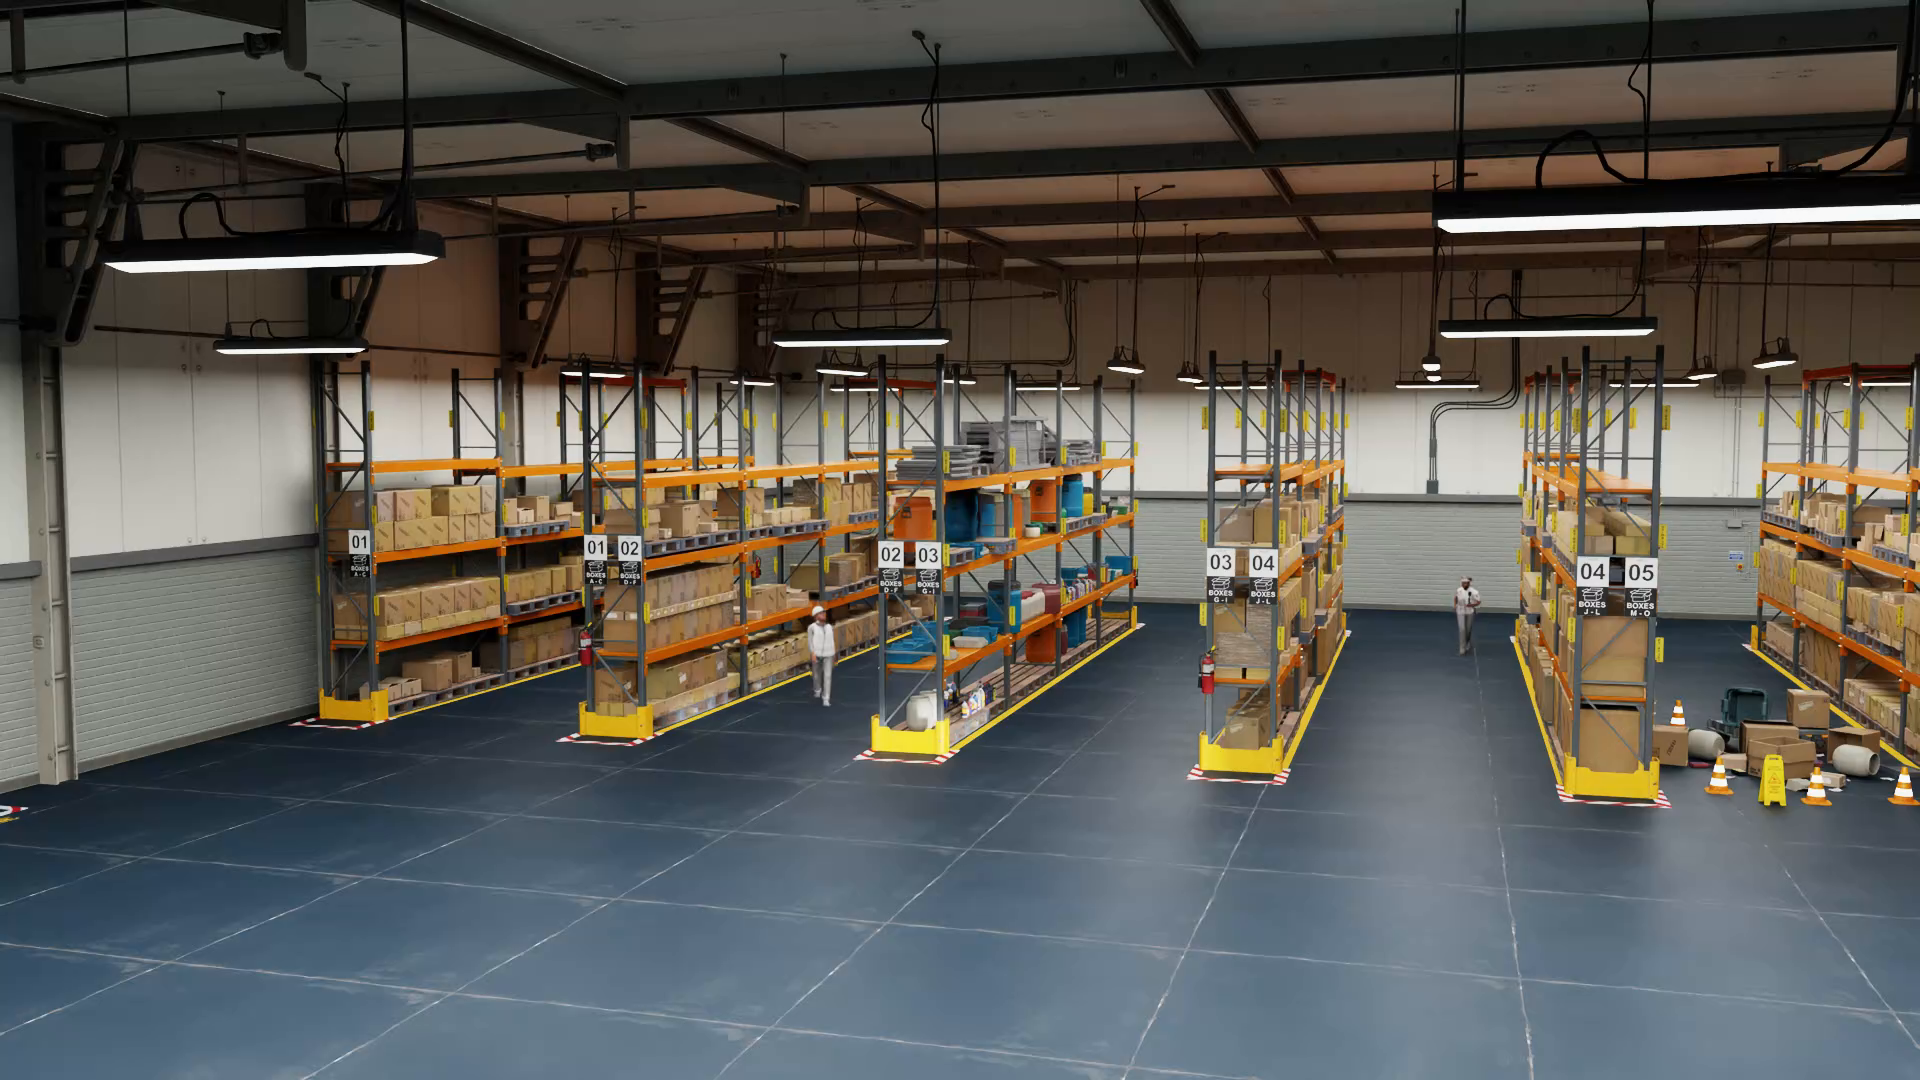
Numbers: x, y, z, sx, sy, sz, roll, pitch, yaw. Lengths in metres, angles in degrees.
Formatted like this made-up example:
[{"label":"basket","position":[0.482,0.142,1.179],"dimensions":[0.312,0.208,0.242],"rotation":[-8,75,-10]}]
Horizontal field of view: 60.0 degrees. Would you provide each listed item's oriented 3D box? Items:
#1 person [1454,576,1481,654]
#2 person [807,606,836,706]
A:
[{"label":"person","position":[10.915,1.585,35.781],"dimensions":[0.566,1.644,1.028],"rotation":[1,4,17]},{"label":"person","position":[-2.448,2.038,29.339],"dimensions":[0.492,1.723,0.930],"rotation":[0,4,1]}]
